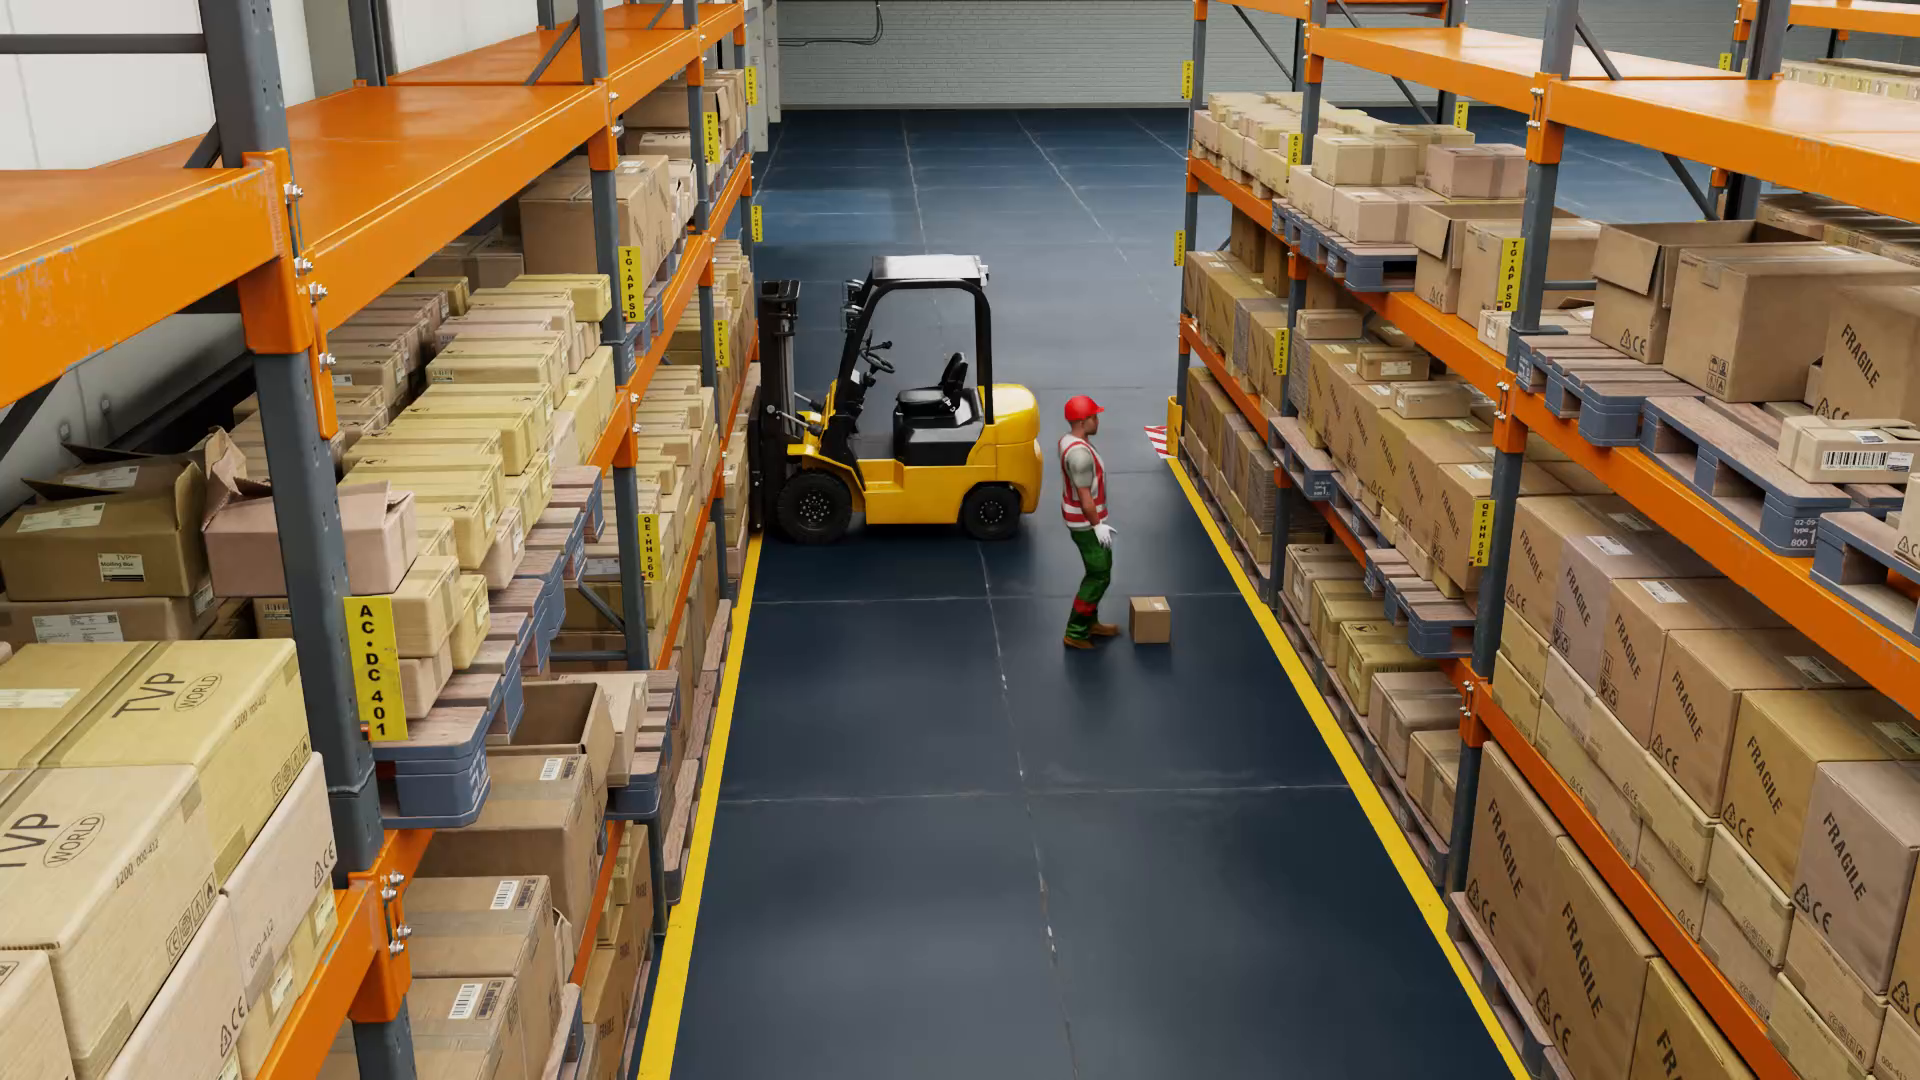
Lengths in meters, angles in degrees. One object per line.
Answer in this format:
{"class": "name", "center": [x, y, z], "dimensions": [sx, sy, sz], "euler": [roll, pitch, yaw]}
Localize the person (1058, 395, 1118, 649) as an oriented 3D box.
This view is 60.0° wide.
{"class": "person", "center": [0.899, -0.112, 11.474], "dimensions": [0.446, 1.823, 0.527], "euler": [-1, 20, -2]}
